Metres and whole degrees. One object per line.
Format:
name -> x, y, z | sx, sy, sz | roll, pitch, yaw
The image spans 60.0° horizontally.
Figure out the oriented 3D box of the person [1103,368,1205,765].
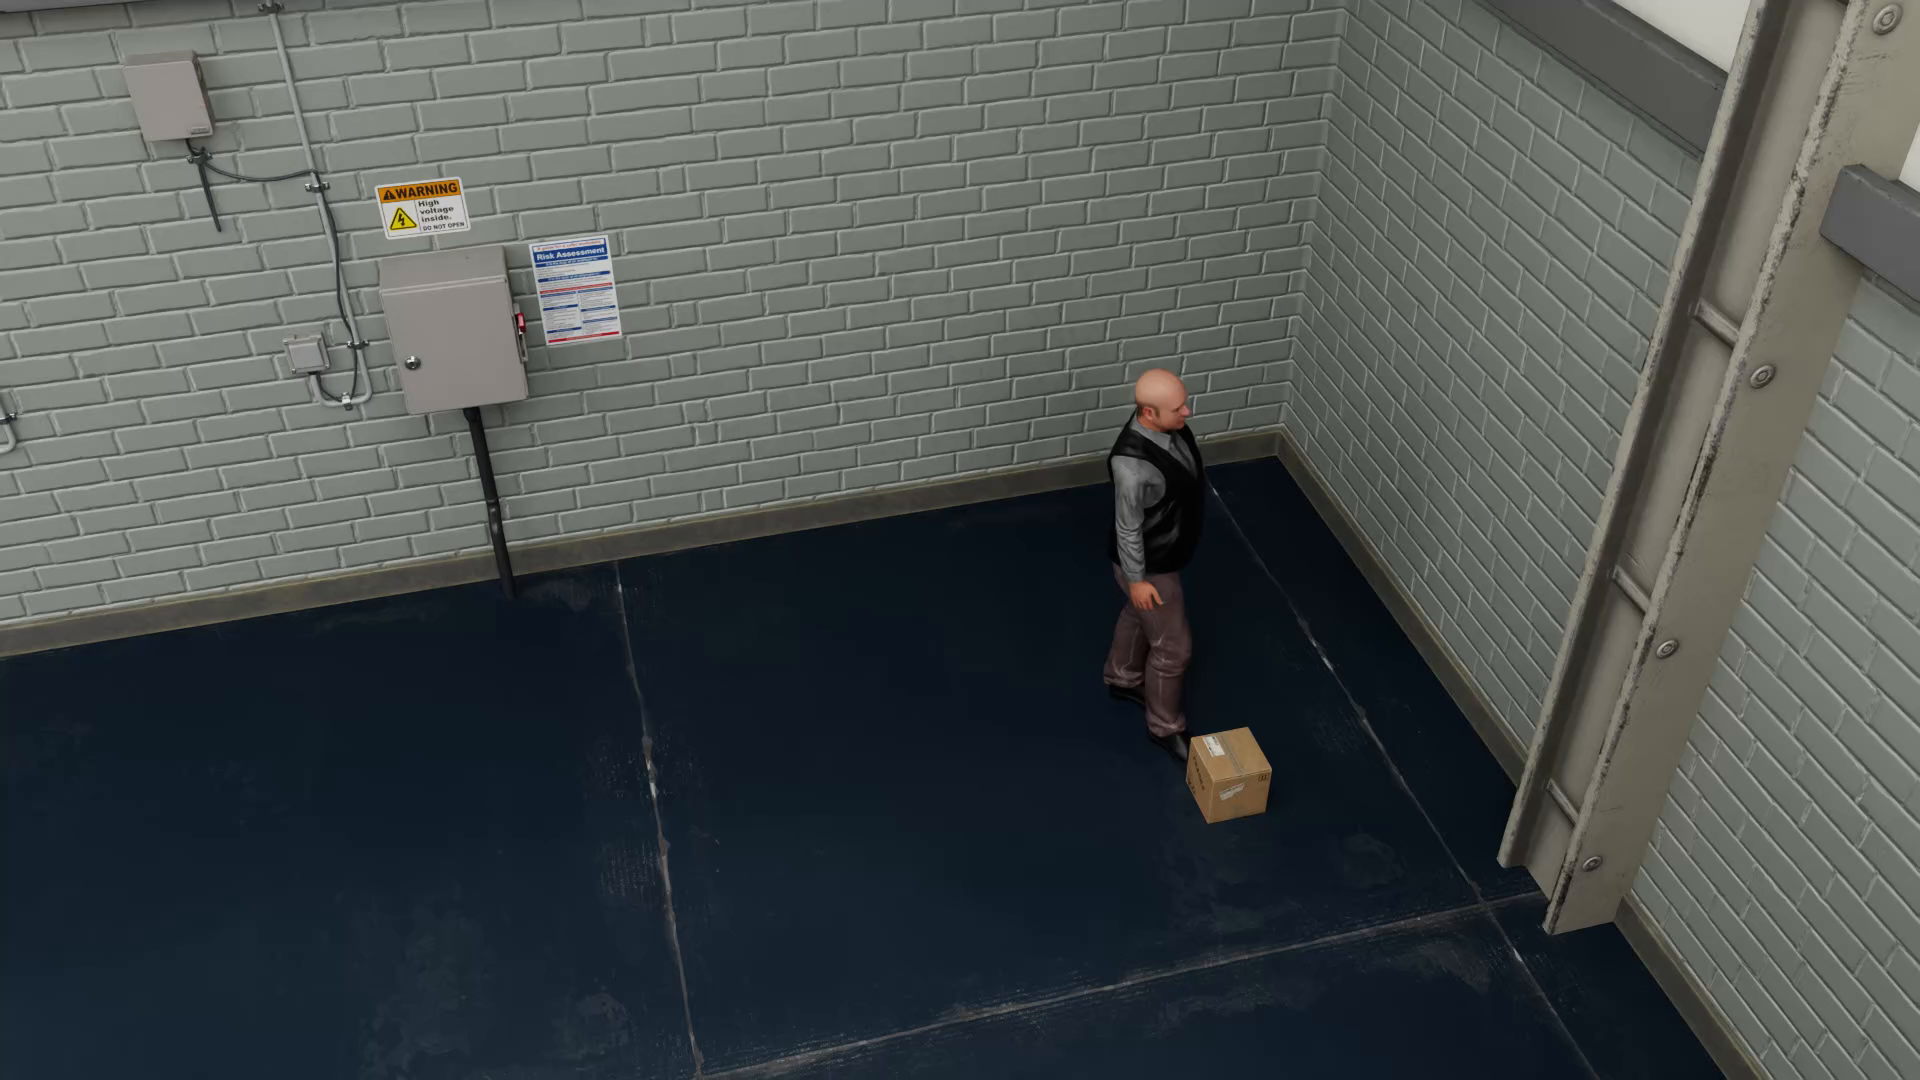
person -> 0.862, 0.073, 6.646 | 0.549, 1.745, 0.565 | 13, 40, 16
